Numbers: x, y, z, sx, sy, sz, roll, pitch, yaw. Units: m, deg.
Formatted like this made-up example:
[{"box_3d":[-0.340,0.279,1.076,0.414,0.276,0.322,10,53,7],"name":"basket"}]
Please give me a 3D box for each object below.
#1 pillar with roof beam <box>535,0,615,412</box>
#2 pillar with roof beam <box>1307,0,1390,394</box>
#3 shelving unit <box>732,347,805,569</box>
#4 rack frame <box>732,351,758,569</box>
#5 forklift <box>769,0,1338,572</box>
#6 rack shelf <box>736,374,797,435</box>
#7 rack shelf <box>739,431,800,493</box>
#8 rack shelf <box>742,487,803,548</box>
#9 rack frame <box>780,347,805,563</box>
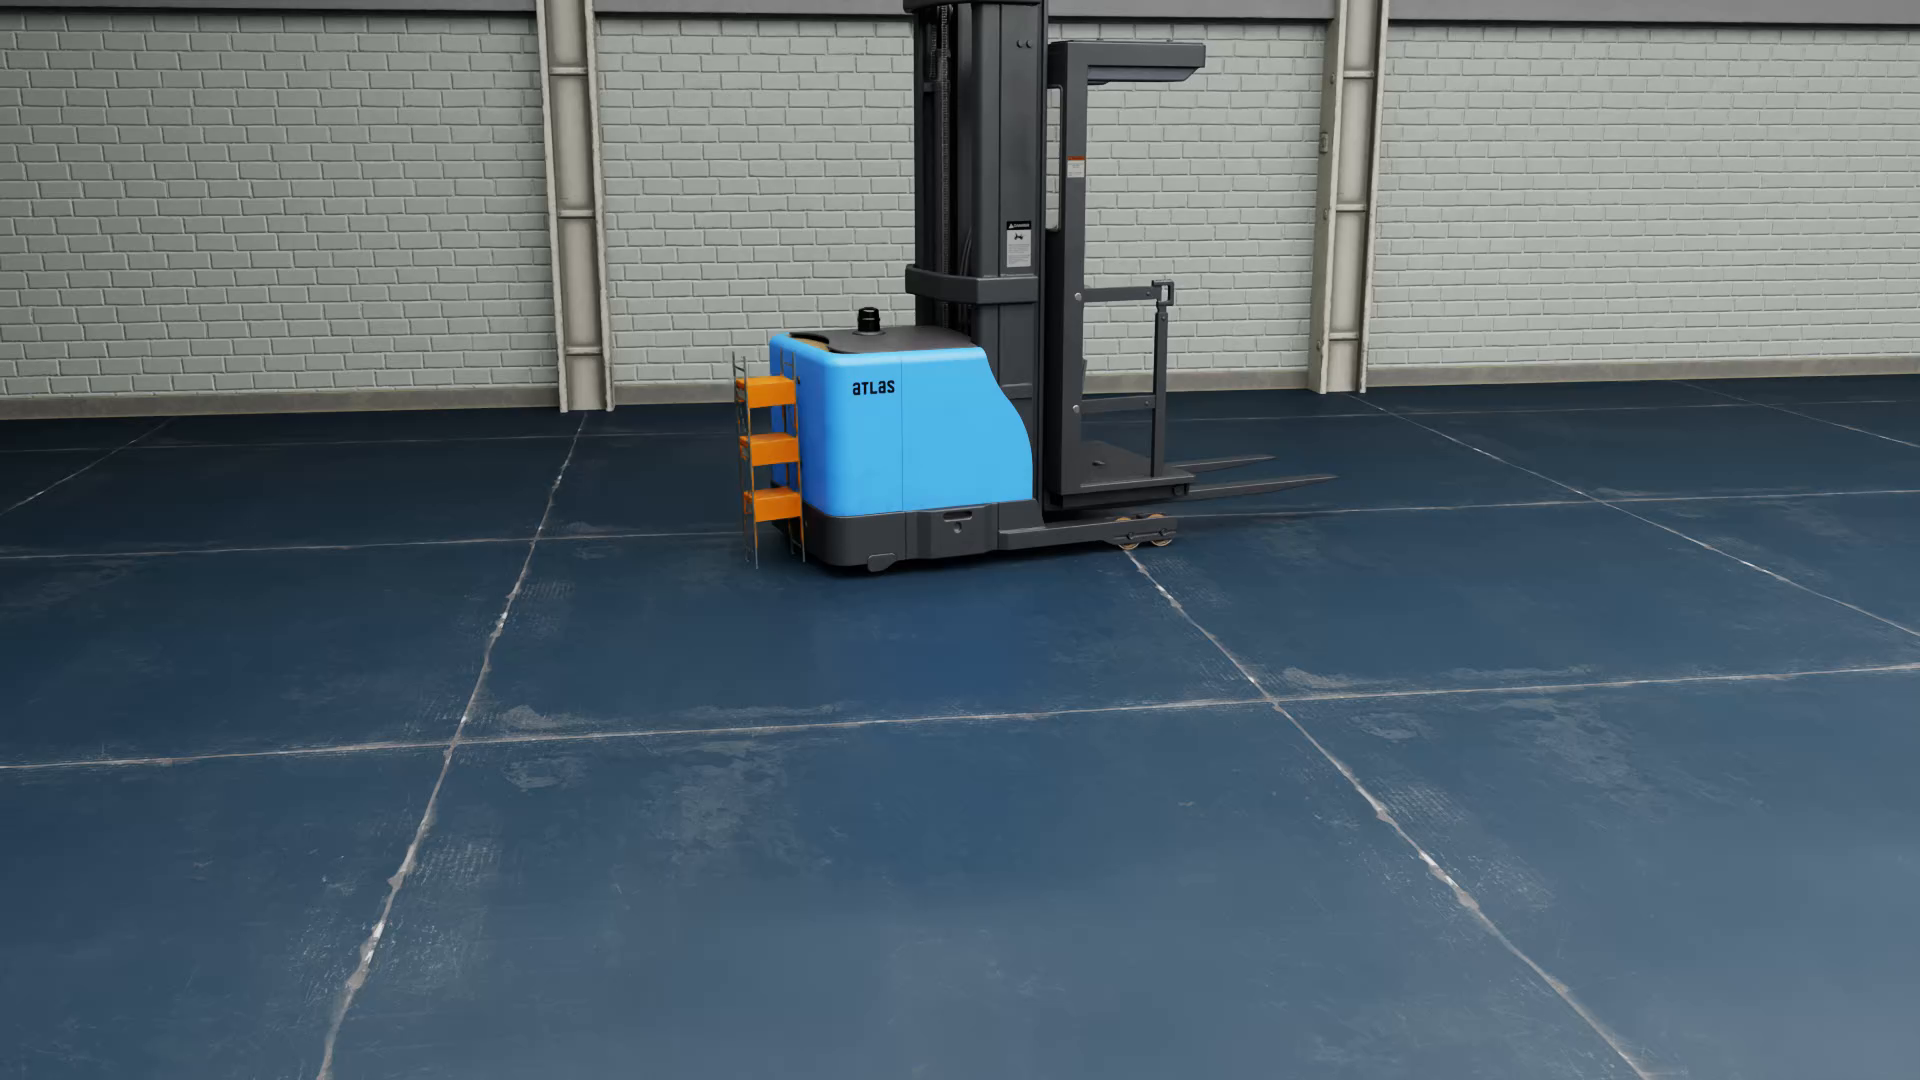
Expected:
[{"box_3d":[-2.212,-4.340,7.527,0.400,9.000,9.100,-2,14,-8],"name":"pillar with roof beam"},{"box_3d":[3.721,-4.557,8.394,0.400,9.000,9.100,-2,14,-8],"name":"pillar with roof beam"},{"box_3d":[-0.937,-0.402,8.153,0.252,1.050,0.215,-8,16,-23],"name":"shelving unit"},{"box_3d":[-1.048,-0.387,8.105,0.008,1.050,0.200,-8,16,-23],"name":"rack frame"},{"box_3d":[0.572,-1.482,8.606,3.031,2.935,1.130,-6,15,-23],"name":"forklift"},{"box_3d":[-0.943,-0.666,8.083,0.240,0.259,0.215,-8,16,-23],"name":"rack shelf"},{"box_3d":[-0.936,-0.392,8.156,0.240,0.259,0.215,-8,16,-23],"name":"rack shelf"},{"box_3d":[-0.929,-0.123,8.226,0.240,0.259,0.215,-8,16,-23],"name":"rack shelf"},{"box_3d":[-0.825,-0.417,8.200,0.008,1.050,0.200,-8,16,-23],"name":"rack frame"}]
